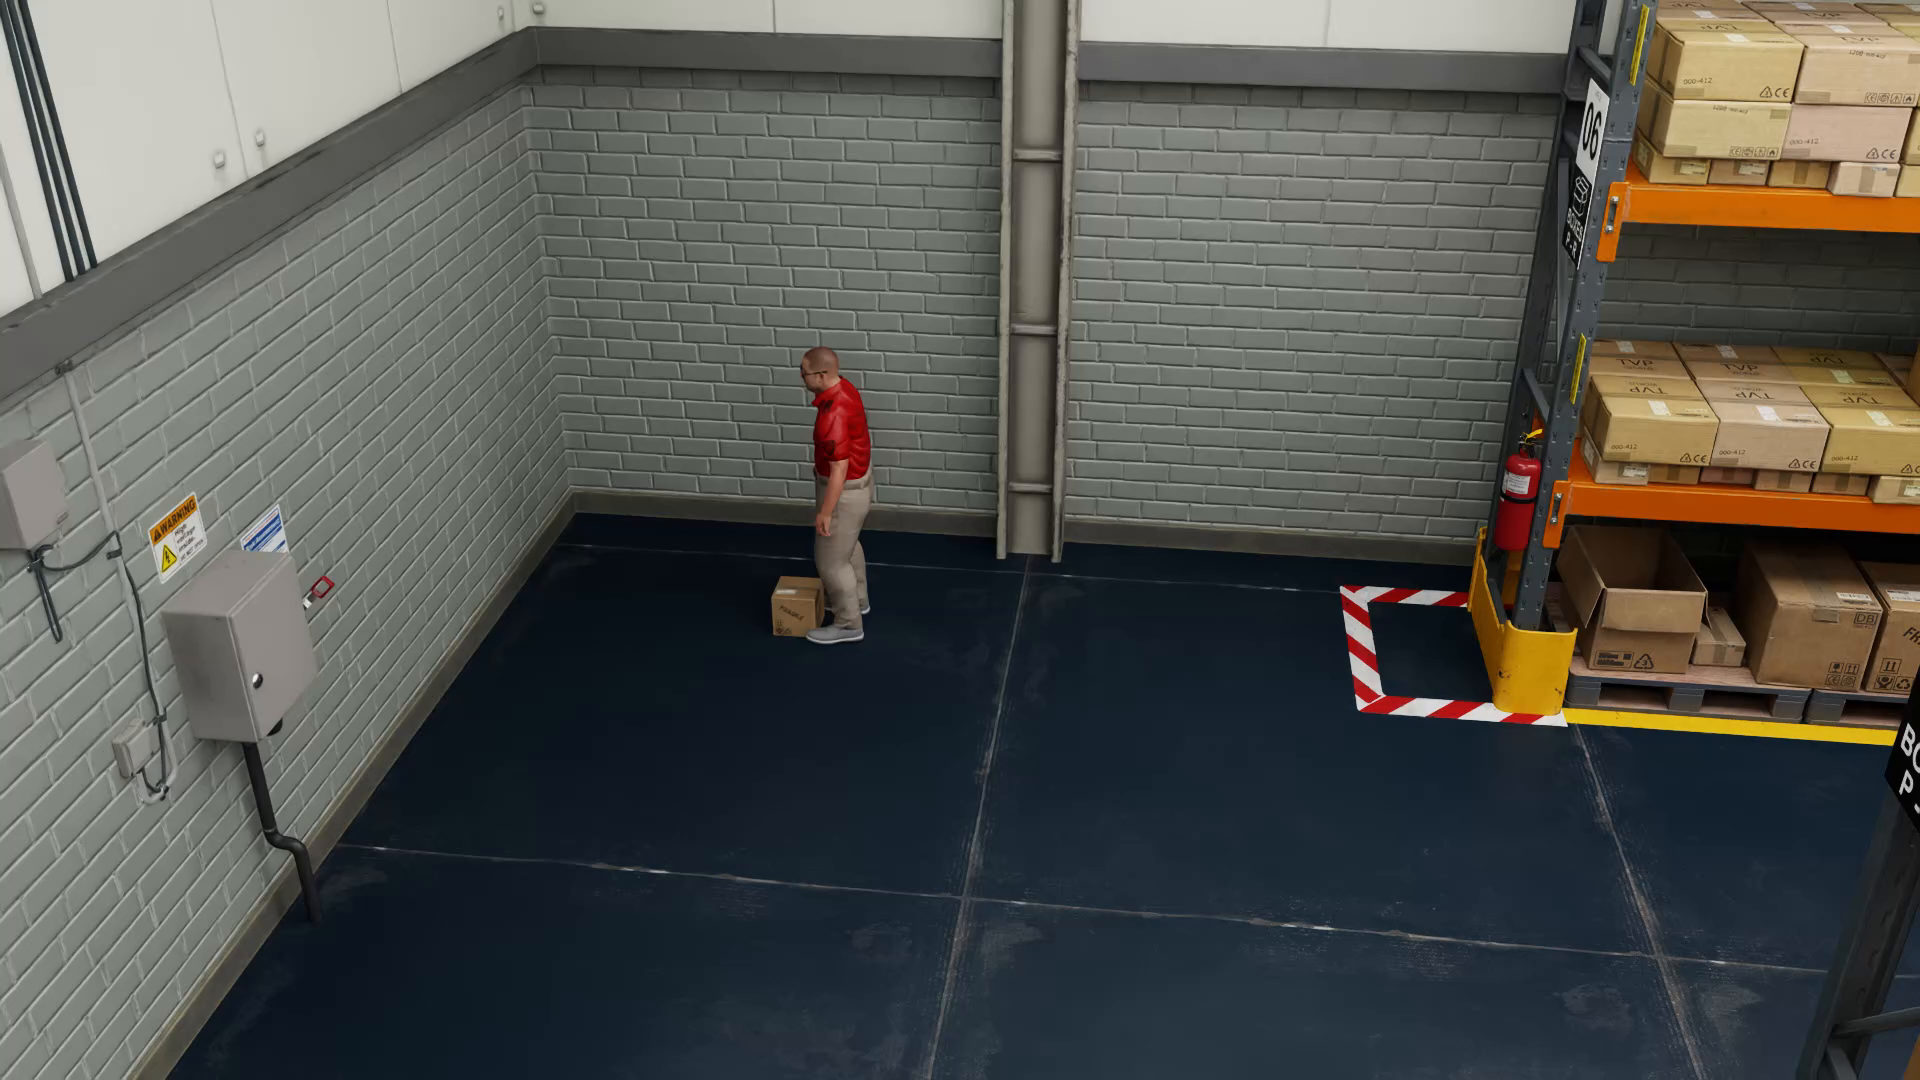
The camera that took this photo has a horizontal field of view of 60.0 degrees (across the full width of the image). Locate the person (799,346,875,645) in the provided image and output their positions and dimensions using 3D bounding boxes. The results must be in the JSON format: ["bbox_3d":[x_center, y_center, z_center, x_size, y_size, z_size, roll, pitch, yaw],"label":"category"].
[{"bbox_3d":[-0.670,-0.256,9.114,0.384,1.728,0.604,2,28,4],"label":"person"}]
